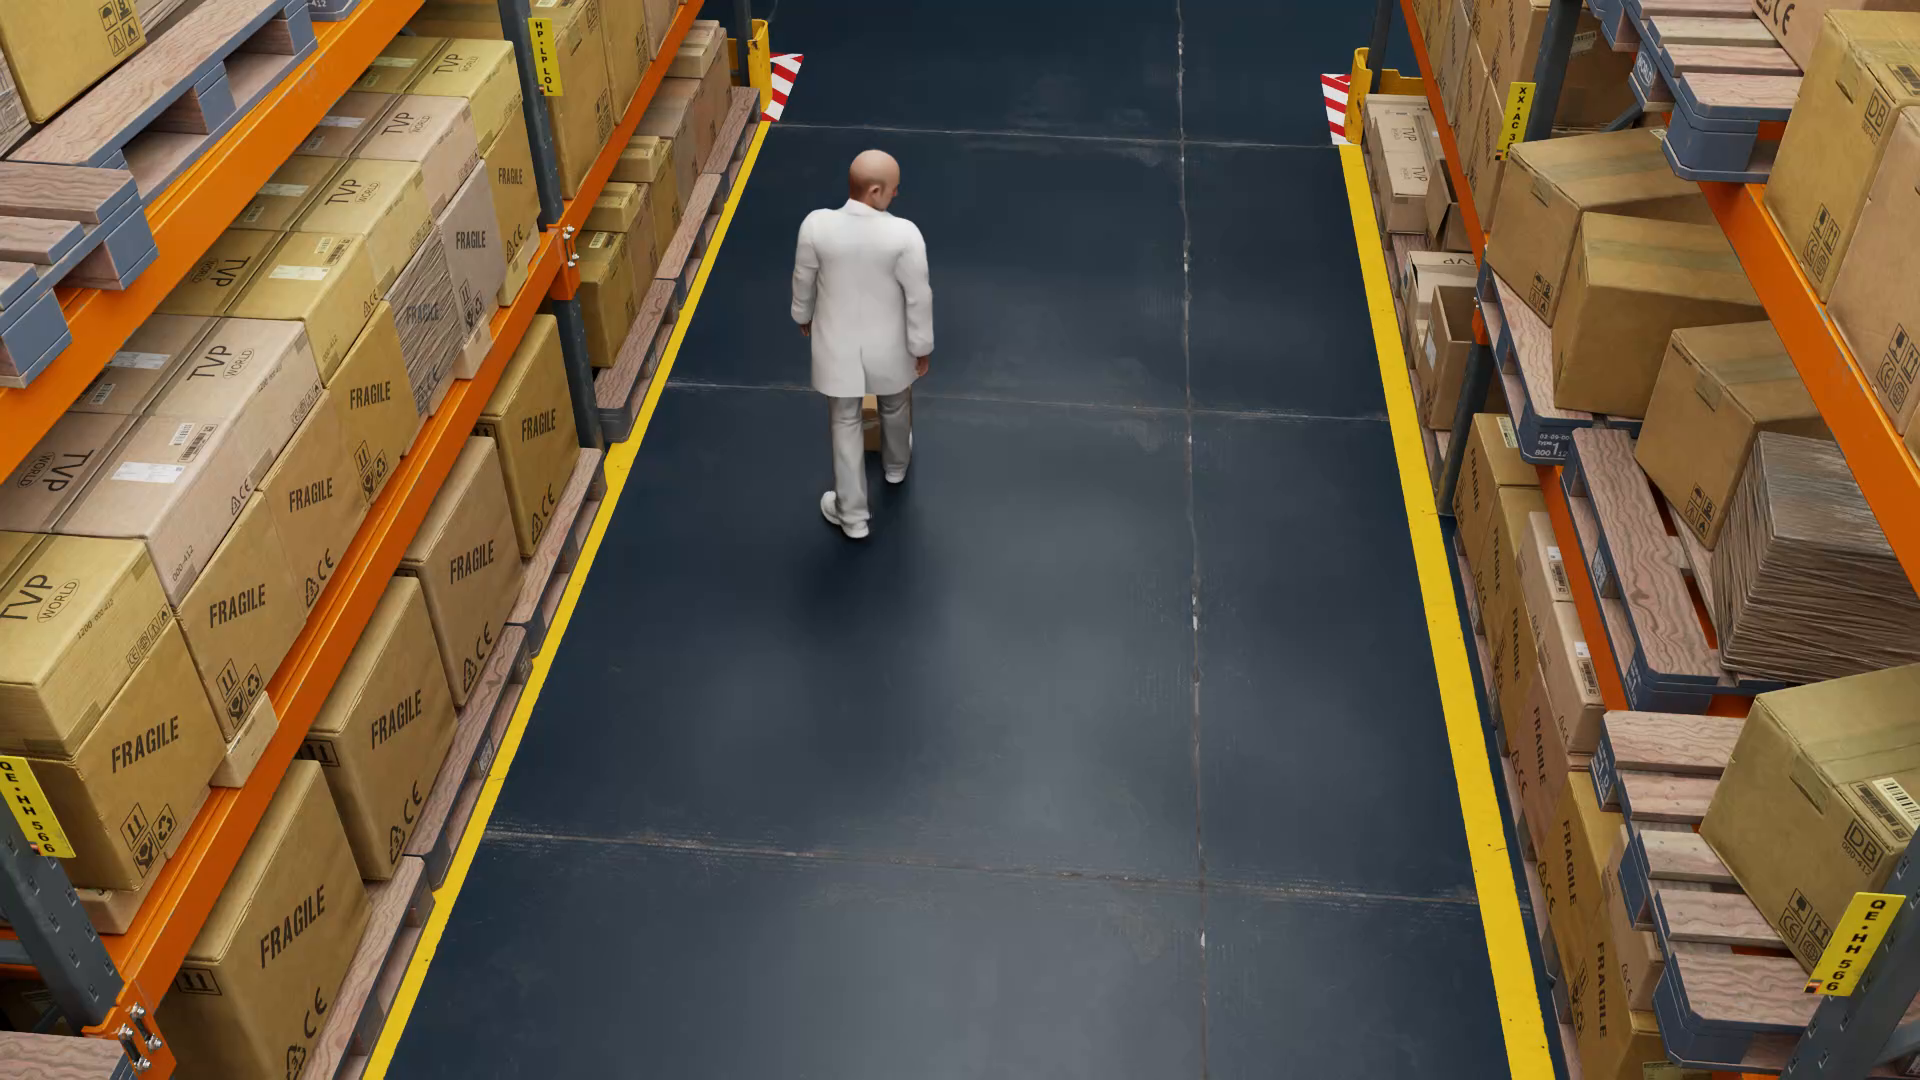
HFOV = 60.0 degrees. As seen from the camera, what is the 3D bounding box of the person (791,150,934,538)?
[{"bbox_3d":[-0.424,-0.909,7.251,0.628,1.762,0.849,0,40,0],"label":"person"}]
